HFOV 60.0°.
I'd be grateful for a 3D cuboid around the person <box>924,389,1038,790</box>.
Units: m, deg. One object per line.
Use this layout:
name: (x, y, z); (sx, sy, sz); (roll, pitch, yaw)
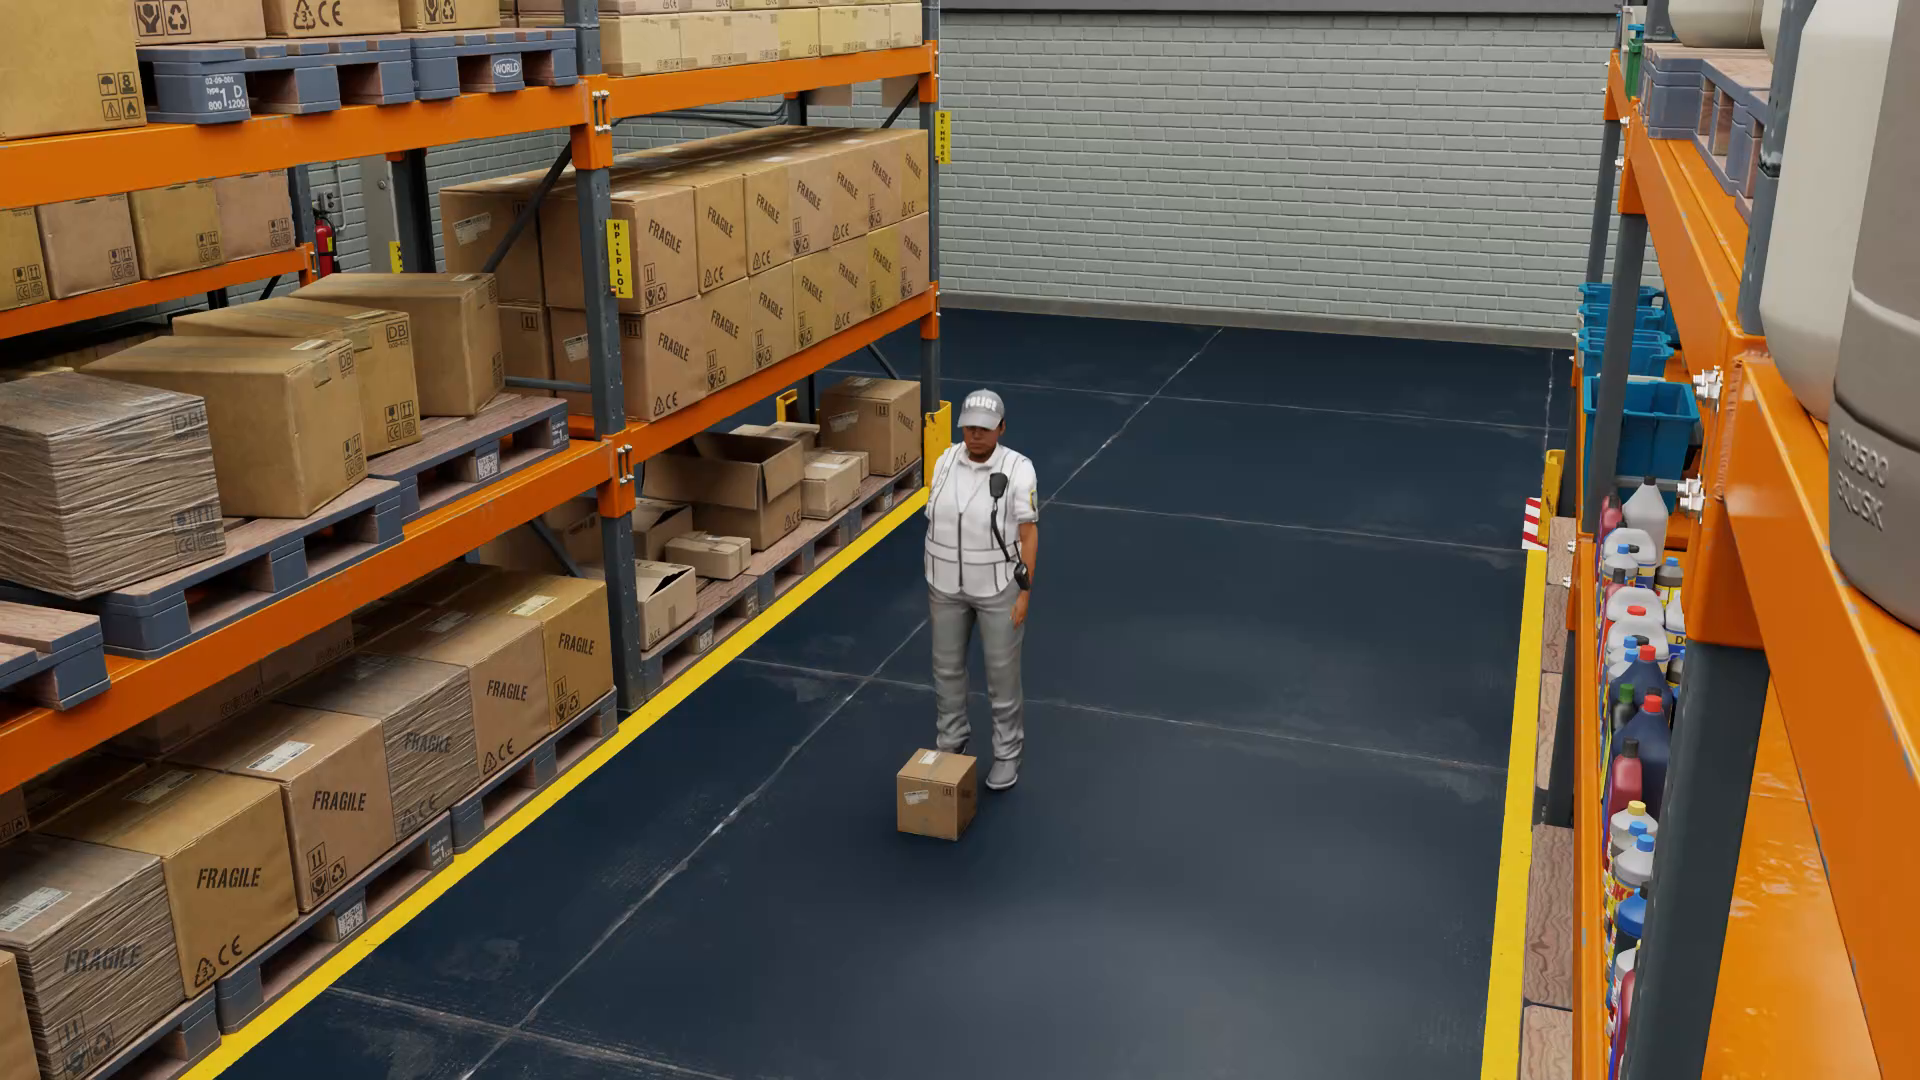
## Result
person: (0.081, 0.202, 6.809); (0.467, 1.664, 0.388); (7, 20, 20)
